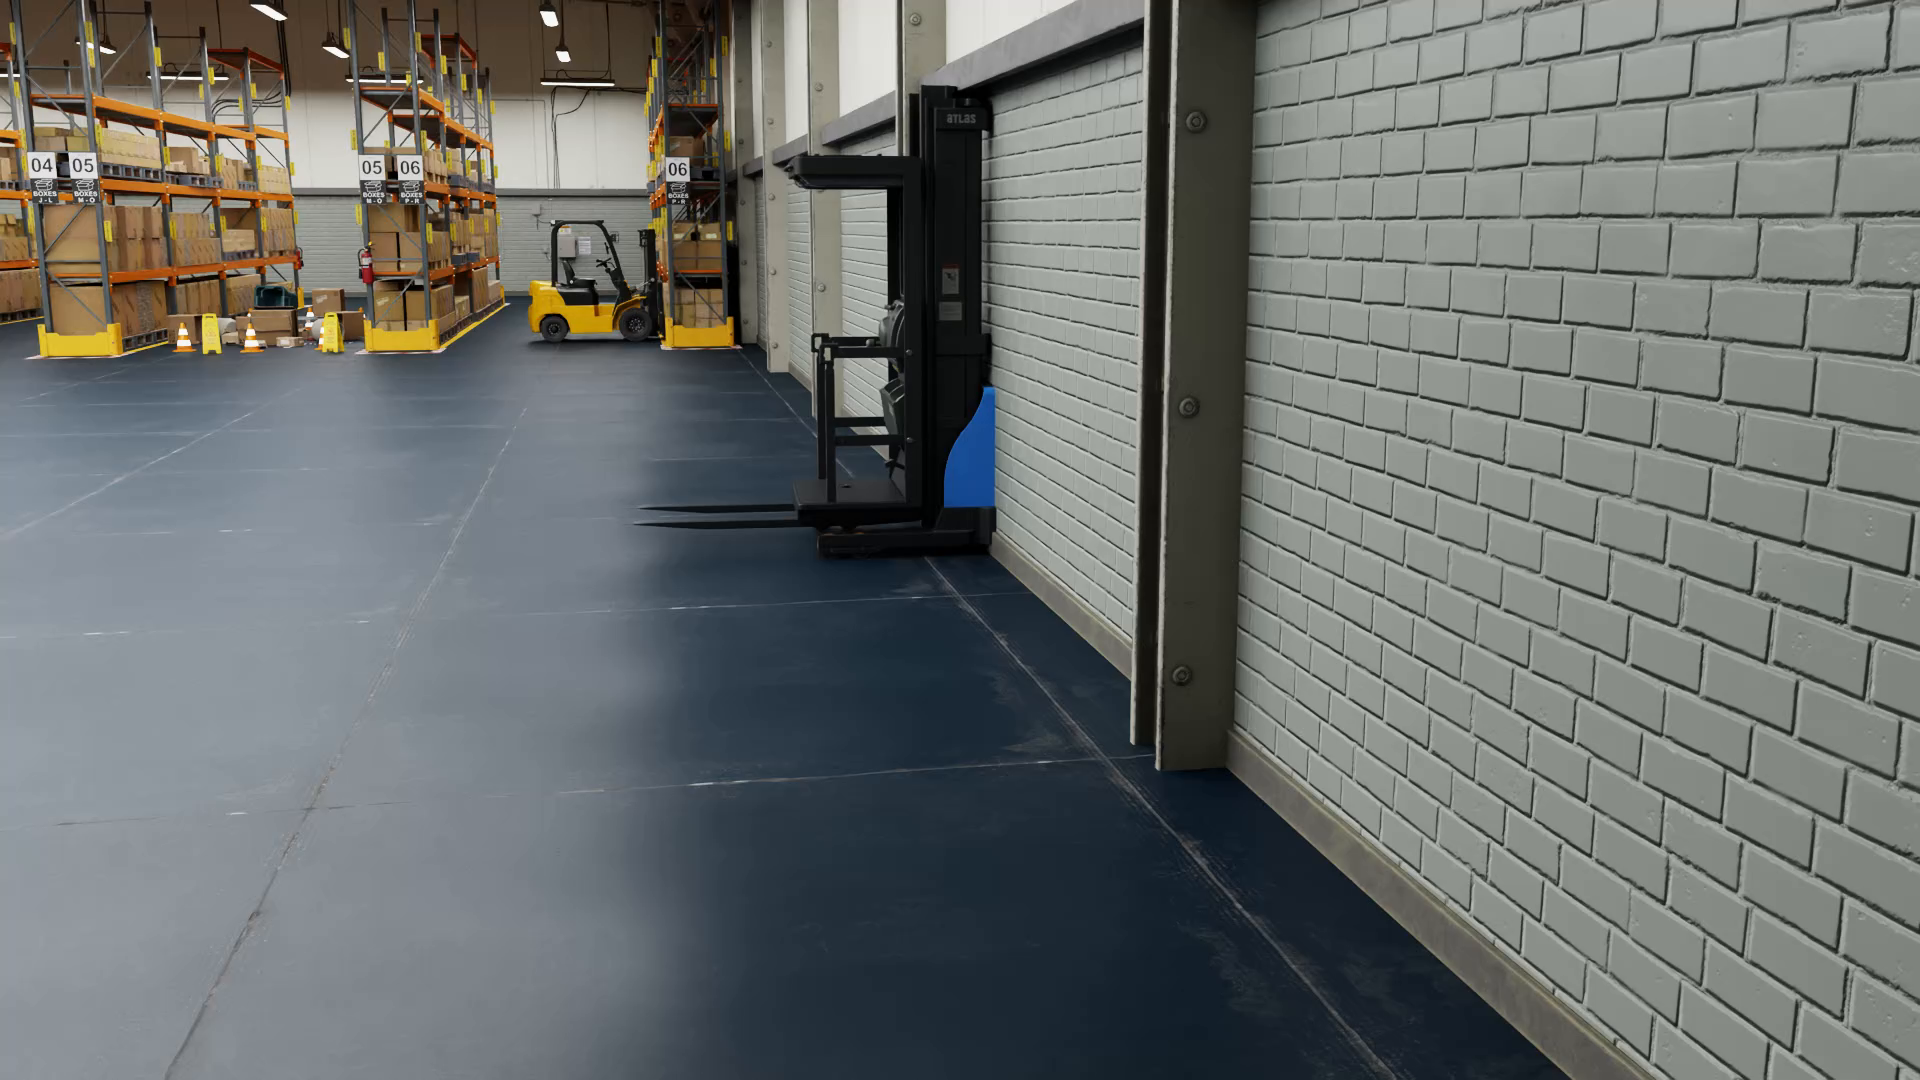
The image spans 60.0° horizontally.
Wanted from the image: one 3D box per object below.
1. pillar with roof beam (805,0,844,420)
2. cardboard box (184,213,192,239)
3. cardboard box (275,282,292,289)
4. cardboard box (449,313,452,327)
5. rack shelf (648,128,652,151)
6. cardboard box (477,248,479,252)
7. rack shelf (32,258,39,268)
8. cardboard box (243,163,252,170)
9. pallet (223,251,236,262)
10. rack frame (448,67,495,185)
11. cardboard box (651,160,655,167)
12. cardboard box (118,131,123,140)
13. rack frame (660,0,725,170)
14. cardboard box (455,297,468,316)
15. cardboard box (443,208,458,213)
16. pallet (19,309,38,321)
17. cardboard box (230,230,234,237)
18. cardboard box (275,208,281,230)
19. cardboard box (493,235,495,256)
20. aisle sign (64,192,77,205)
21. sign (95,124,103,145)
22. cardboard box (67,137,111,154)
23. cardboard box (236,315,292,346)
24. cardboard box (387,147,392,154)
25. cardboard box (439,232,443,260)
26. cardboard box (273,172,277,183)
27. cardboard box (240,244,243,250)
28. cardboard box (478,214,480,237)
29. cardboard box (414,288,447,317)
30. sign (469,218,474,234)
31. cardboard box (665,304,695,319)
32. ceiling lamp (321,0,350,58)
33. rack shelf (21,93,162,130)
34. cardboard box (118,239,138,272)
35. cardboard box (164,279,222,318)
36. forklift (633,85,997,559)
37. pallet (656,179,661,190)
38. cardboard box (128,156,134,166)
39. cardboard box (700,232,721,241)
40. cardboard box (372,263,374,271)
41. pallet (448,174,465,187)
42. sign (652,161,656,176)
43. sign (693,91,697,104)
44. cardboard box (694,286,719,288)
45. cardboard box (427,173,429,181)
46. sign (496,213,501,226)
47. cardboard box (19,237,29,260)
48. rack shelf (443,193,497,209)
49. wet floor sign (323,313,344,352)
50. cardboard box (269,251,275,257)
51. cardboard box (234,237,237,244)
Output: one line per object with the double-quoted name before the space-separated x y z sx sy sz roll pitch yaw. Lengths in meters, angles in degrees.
"pillar with roof beam" -5.668 -5.607 16.588 9.100 9.000 0.400 -2 11 -11
"cardboard box" -15.409 -6.121 32.394 0.700 0.500 0.500 -2 11 -12
"cardboard box" -16.825 -6.331 41.346 0.380 0.149 0.250 -2 11 -12
"cardboard box" -9.682 -4.069 30.782 0.500 0.250 0.500 -2 11 -13
"rack shelf" -7.251 -10.017 41.689 1.077 0.370 4.000 -2 11 -11
"cardboard box" -11.113 -6.448 37.455 0.500 0.250 0.500 -2 11 -11
"rack shelf" -21.840 -6.530 39.404 1.077 0.370 4.000 -2 11 -11
"cardboard box" -16.385 -8.581 38.236 0.380 0.149 0.250 -2 11 -12
"pallet" -16.031 -5.977 35.090 1.213 0.211 1.003 -2 11 -11
"rack frame" -12.508 -10.557 42.596 1.000 3.000 0.127 -2 11 -11
"cardboard box" -7.146 -8.945 39.526 0.396 0.266 0.258 -2 11 -12
"cardboard box" -14.182 -6.734 27.679 0.380 0.149 0.250 -2 11 -12
"rack frame" -4.528 -7.804 28.131 1.000 3.000 0.127 -2 11 -11
"cardboard box" -10.701 -4.819 34.399 0.950 0.372 0.625 -2 11 -12
"cardboard box" -12.102 -7.780 39.375 0.380 0.149 0.250 -2 11 -12
"pallet" -21.227 -5.008 36.941 1.003 0.211 1.213 -2 11 -11
"cardboard box" -15.892 -6.604 35.828 0.380 0.149 0.250 -2 11 -8
"cardboard box" -16.696 -7.738 40.093 0.500 0.500 0.500 -3 11 -13
"cardboard box" -11.962 -7.394 41.753 0.500 0.500 0.500 -2 11 -9
"aisle sign" -21.949 -8.551 41.147 0.394 0.787 0.004 -2 11 -11
"sign" -13.687 -6.438 26.427 0.100 0.325 0.005 -2 11 -11
"cardboard box" -14.074 -6.376 26.868 0.500 0.250 0.500 -2 11 -11
"cardboard box" -12.221 -3.679 29.182 0.637 0.503 0.797 9 14 38
"cardboard box" -9.764 -6.517 27.933 0.380 0.149 0.250 -2 11 -10
"cardboard box" -9.527 -5.249 29.690 0.500 0.500 0.500 -2 11 -12
"cardboard box" -16.720 -8.701 39.931 0.500 0.250 0.500 -3 11 -13
"cardboard box" -16.038 -6.456 36.644 0.380 0.149 0.250 -2 11 -9
"cardboard box" -11.210 -7.156 37.828 0.500 0.500 0.500 -2 11 -9
"cardboard box" -9.483 -4.250 29.728 0.500 0.500 0.500 -2 11 -10
"sign" -10.422 -6.694 35.460 0.100 0.325 0.005 -2 11 -11
"cardboard box" -4.929 -4.036 29.272 0.500 0.250 0.500 -2 11 -12
"ceiling lamp" -13.710 -12.459 36.975 0.800 3.185 2.000 -2 11 -11
"rack shelf" -14.621 -7.241 28.167 1.077 0.370 4.000 -2 11 -11
"cardboard box" -14.463 -4.825 28.121 0.875 0.550 0.550 -2 11 -11
"cardboard box" -15.758 -4.931 33.972 1.050 0.750 0.750 -2 11 -12
"forklift" -0.619 -1.424 10.838 3.031 2.935 1.130 -1 11 -8
"pallet" -5.864 -7.584 35.501 1.213 0.211 1.003 -2 11 -8
"cardboard box" -14.280 -6.435 28.244 0.380 0.149 0.250 -2 11 -10
"cardboard box" -4.340 -5.296 28.998 0.380 0.149 0.250 -2 11 -12
"cardboard box" -9.837 -4.655 28.306 0.380 0.149 0.250 -2 11 -12
"pallet" -10.190 -6.908 31.946 1.213 0.211 1.003 -2 11 -11
"sign" -6.617 -8.032 35.970 0.100 0.325 0.005 -2 11 -11
"sign" -6.319 -10.563 39.703 0.100 0.325 0.005 -2 11 -11
"cardboard box" -4.623 -4.482 30.280 0.500 0.250 0.500 -2 11 -11
"cardboard box" -9.427 -6.286 28.851 0.380 0.149 0.250 -2 11 -13
"sign" -11.973 -8.312 43.117 0.100 0.325 0.005 -2 11 -11
"cardboard box" -21.092 -6.489 37.002 0.500 0.500 0.500 -2 11 -11
"rack shelf" -12.119 -8.363 41.017 1.077 0.370 4.000 -2 11 -11
"wet floor sign" -10.409 -3.445 27.572 0.267 0.644 0.232 2 11 9
"cardboard box" -16.559 -6.809 39.619 0.380 0.149 0.250 -2 11 -10
"cardboard box" -15.937 -6.505 36.106 0.380 0.149 0.250 -2 11 -12
